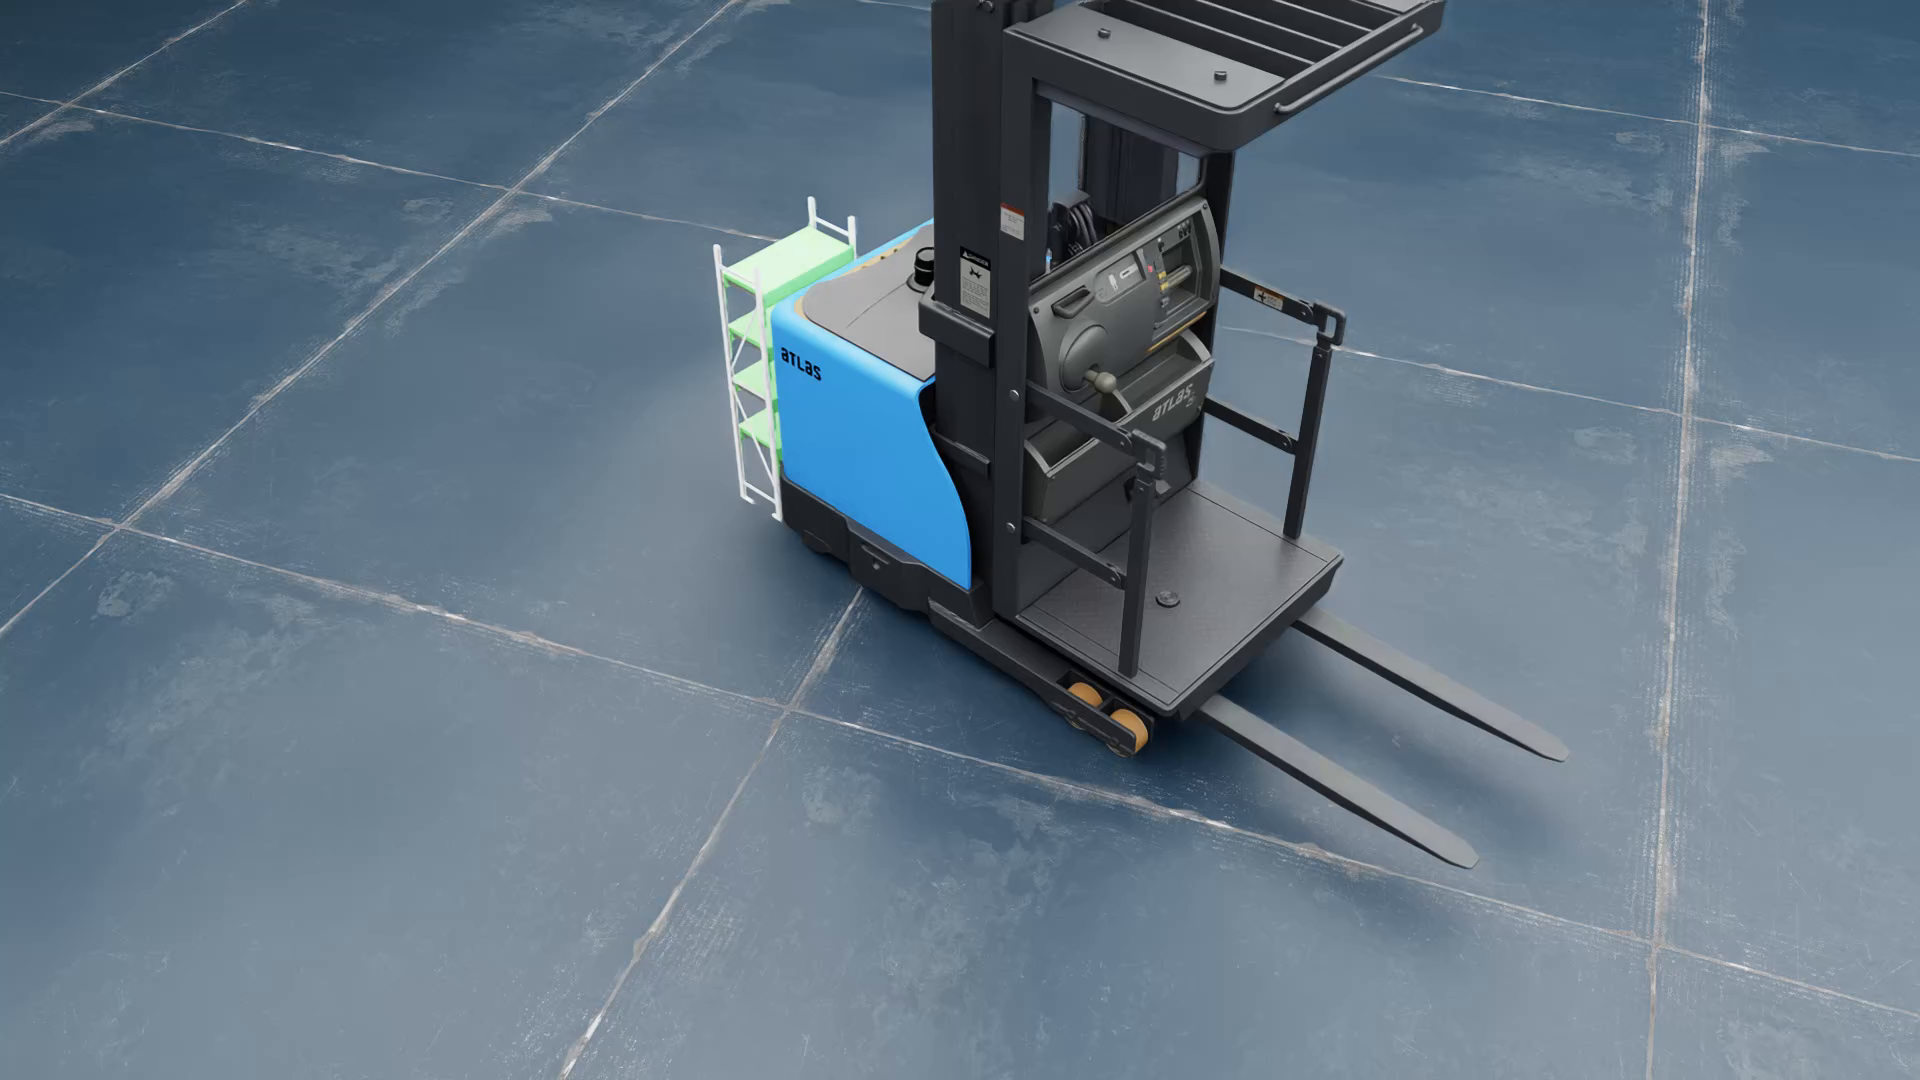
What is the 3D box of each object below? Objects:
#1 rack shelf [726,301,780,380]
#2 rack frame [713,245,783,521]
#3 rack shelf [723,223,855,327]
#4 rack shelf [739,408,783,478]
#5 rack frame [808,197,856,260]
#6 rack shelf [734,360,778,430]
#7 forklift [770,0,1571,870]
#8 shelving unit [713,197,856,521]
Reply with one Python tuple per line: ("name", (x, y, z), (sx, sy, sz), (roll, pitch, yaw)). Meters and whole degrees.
("rack shelf", (-0.660, -0.840, 6.538), (0.258, 0.148, 0.480), (30, 49, 31))
("rack frame", (-0.823, -0.588, 6.515), (0.240, 1.200, 0.015), (30, 49, 31))
("rack shelf", (-0.660, -1.022, 6.383), (0.258, 0.148, 0.480), (30, 49, 31))
("rack shelf", (-0.660, -0.474, 6.850), (0.258, 0.148, 0.480), (30, 49, 31))
("rack frame", (-0.496, -0.823, 6.790), (0.240, 1.200, 0.015), (30, 49, 31))
("rack shelf", (-0.660, -0.657, 6.694), (0.258, 0.148, 0.480), (30, 49, 31))
("forklift", (0.710, -0.740, 5.359), (3.031, 2.935, 1.130), (31, 49, 31))
("shelving unit", (-0.660, -0.706, 6.653), (0.258, 1.200, 0.503), (30, 49, 31))
